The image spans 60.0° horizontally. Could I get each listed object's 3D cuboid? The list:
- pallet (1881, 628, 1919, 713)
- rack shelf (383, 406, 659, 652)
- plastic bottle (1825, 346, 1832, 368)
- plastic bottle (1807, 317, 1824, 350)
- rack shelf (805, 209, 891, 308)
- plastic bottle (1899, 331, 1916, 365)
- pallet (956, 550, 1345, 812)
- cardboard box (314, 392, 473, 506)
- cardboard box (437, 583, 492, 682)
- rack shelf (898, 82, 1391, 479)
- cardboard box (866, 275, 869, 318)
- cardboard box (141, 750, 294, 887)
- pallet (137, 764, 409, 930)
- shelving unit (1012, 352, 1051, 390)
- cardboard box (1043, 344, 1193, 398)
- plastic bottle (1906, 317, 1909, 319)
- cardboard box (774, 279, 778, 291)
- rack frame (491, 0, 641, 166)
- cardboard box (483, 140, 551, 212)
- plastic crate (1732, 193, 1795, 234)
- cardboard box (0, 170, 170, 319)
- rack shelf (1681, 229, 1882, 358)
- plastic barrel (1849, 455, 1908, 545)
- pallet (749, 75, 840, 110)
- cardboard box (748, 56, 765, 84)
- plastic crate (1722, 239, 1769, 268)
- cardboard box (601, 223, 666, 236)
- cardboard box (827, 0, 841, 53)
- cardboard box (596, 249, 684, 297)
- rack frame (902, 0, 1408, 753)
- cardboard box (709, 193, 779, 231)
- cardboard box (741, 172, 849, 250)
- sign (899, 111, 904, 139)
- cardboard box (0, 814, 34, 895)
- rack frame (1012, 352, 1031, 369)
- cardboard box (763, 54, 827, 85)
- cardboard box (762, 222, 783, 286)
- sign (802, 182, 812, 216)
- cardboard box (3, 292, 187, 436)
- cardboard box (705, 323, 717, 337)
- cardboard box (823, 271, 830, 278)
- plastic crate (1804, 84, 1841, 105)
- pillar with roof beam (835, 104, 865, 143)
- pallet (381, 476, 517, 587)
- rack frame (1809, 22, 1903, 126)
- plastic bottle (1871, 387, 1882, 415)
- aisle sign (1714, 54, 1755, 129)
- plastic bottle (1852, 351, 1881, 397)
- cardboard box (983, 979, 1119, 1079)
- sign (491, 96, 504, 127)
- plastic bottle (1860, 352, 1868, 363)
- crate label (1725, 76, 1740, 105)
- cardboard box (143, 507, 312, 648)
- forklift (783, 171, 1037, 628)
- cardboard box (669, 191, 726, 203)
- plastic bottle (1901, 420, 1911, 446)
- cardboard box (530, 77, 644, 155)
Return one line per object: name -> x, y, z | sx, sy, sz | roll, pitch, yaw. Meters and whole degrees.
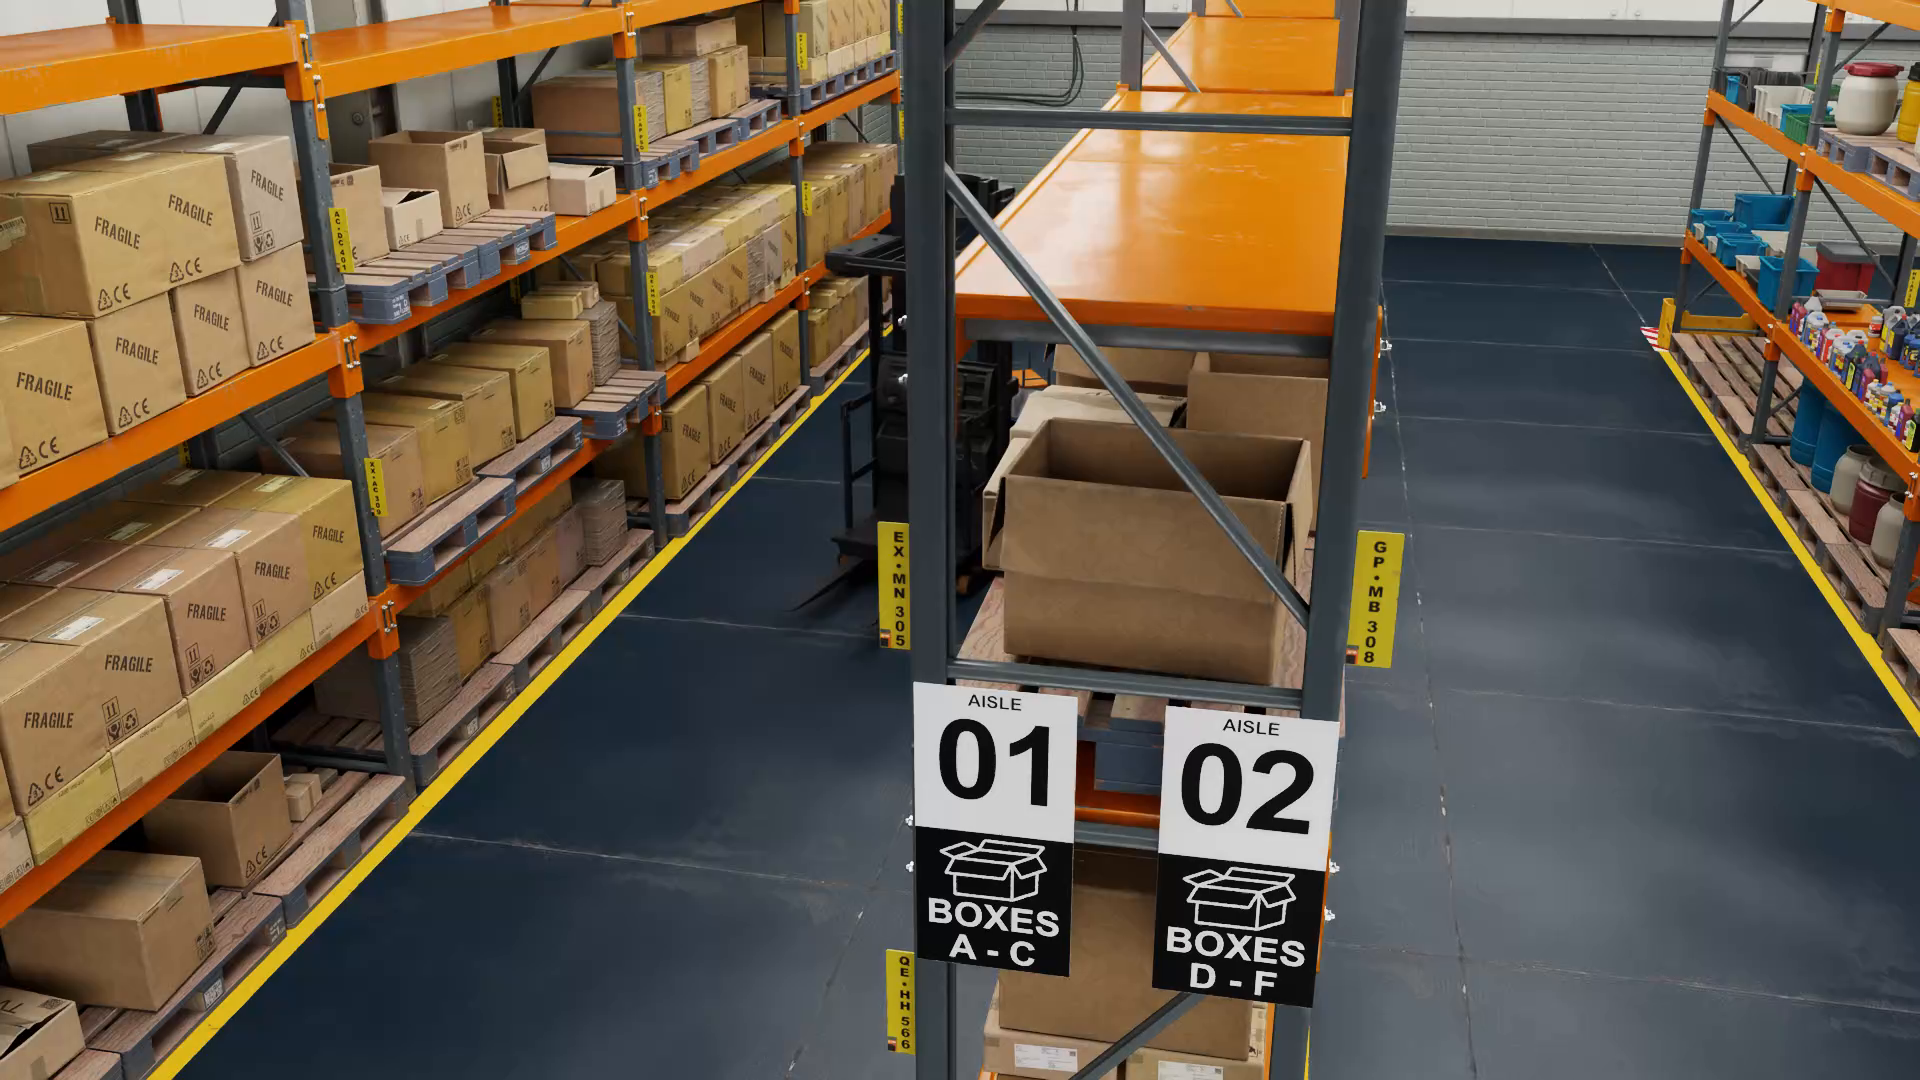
pallet -> 6.668, 0.951, 10.711 | 1.003, 0.211, 1.213 | 4, 22, 11
rack shelf -> -3.242, -0.313, 11.079 | 1.077, 0.370, 4.000 | 4, 22, 11
plastic bottle -> 6.974, -1.475, 13.266 | 0.097, 0.201, 0.097 | 0, 22, 0
plastic bottle -> 7.088, -1.712, 13.762 | 0.097, 0.271, 0.097 | 0, 22, 0
rack shelf -> -1.610, -3.239, 18.344 | 1.077, 0.370, 4.000 | 4, 22, 11
plastic bottle -> 7.613, -1.542, 13.340 | 0.097, 0.271, 0.097 | 0, 22, 0
pallet -> 0.553, 0.317, 4.656 | 1.003, 0.211, 1.213 | 4, 22, 11
cardboard box -> -3.392, -0.553, 9.990 | 0.700, 0.500, 0.500 | 7, 23, 16
cardboard box -> -3.460, 0.577, 10.664 | 0.700, 0.500, 0.500 | 4, 22, 10
rack shelf -> 0.792, -1.071, 5.467 | 1.077, 0.370, 4.000 | 4, 22, 11
cardboard box -> -1.349, -2.893, 19.305 | 0.700, 0.500, 0.500 | 4, 22, 11
cardboard box -> -3.823, 1.422, 8.564 | 0.500, 0.500, 0.500 | 3, 22, 7
pallet -> -3.753, 1.626, 9.033 | 1.003, 0.211, 1.213 | 4, 22, 11
shelving unit -> 0.556, -0.933, 14.063 | 0.258, 1.200, 0.503 | -7, 23, -16
cardboard box -> 0.740, -0.646, 6.039 | 0.797, 0.503, 0.637 | 7, 23, 17
plastic bottle -> 7.842, -1.726, 13.791 | 0.152, 0.276, 0.135 | 4, 22, 11
cardboard box -> -1.935, -2.404, 15.616 | 0.380, 0.149, 0.250 | 5, 23, 13
rack frame -> -2.834, -4.161, 11.640 | 1.000, 3.000, 0.127 | 4, 22, 11
cardboard box -> -3.190, -2.360, 11.018 | 0.797, 0.503, 0.637 | 8, 23, 18
plastic crate -> 8.611, -3.457, 17.793 | 0.616, 0.435, 0.499 | 4, 22, 11
cardboard box -> -3.685, -1.230, 6.877 | 0.500, 0.500, 0.500 | 4, 22, 9
rack shelf -> 8.089, -2.484, 16.469 | 1.077, 0.370, 4.000 | 4, 22, 11
plastic barrel -> 7.178, -0.293, 12.731 | 0.600, 0.588, 0.708 | 4, 22, 11
pallet -> -1.841, -4.490, 16.591 | 1.003, 0.211, 1.213 | 4, 22, 11
cardboard box -> -2.108, -4.673, 16.430 | 0.500, 0.250, 0.500 | 5, 22, 11
plastic crate -> 7.794, -2.843, 16.541 | 0.416, 0.233, 0.300 | 4, 22, 11
cardboard box -> -2.779, -2.482, 13.939 | 0.500, 0.250, 0.500 | 4, 22, 10
cardboard box -> -1.499, -5.180, 16.686 | 0.500, 0.500, 0.500 | 4, 22, 10
cardboard box -> -2.483, -2.077, 12.933 | 0.500, 0.250, 0.500 | 5, 22, 12
rack frame -> 0.383, -0.859, 3.442 | 1.000, 3.000, 0.127 | 4, 22, 11
cardboard box -> -1.977, -3.006, 15.240 | 0.500, 0.250, 0.500 | 5, 22, 12
cardboard box -> -1.737, -3.444, 17.489 | 0.980, 0.700, 0.700 | 4, 22, 10
sign -> -0.674, -4.905, 19.650 | 0.100, 0.325, 0.005 | 4, 22, 11
cardboard box -> -3.964, 1.262, 6.378 | 0.500, 0.250, 0.500 | 4, 22, 9
rack frame -> 0.485, -1.020, 14.279 | 0.240, 1.200, 0.015 | -7, 23, -16
cardboard box -> -1.619, -4.637, 16.342 | 0.500, 0.250, 0.500 | 4, 22, 11
cardboard box -> -1.960, -2.660, 15.383 | 0.500, 0.500, 0.500 | 5, 22, 11
sign -> -1.485, -3.304, 16.098 | 0.100, 0.325, 0.005 | 4, 22, 11
cardboard box -> -3.703, -0.770, 7.074 | 0.500, 0.500, 0.500 | 4, 22, 9
cardboard box -> -2.305, -1.847, 14.233 | 0.380, 0.149, 0.250 | 5, 22, 12
cardboard box -> -1.674, -2.974, 18.638 | 0.380, 0.149, 0.250 | 5, 22, 11
plastic crate -> 8.575, -4.460, 16.680 | 0.450, 0.188, 0.336 | 4, 22, 11
pillar with roof beam -> 2.717, -7.812, 20.706 | 9.100, 9.000, 0.400 | 4, 22, 11
pallet -> -3.352, -0.095, 9.831 | 1.003, 0.211, 1.213 | 4, 22, 11
rack frame -> 7.680, -4.869, 13.398 | 1.000, 3.000, 0.127 | 4, 22, 11
plastic bottle -> 6.717, -1.015, 12.124 | 0.097, 0.201, 0.097 | 0, 22, 0
aisle sign -> 8.221, -4.804, 17.787 | 0.394, 0.787, 0.004 | 4, 22, 11
plastic bottle -> 6.836, -1.254, 12.518 | 0.144, 0.351, 0.185 | 4, 22, 11
cardboard box -> 0.275, 1.422, 4.805 | 0.380, 0.149, 0.250 | 4, 22, 10
sign -> -3.376, -3.092, 12.202 | 0.100, 0.325, 0.005 | 4, 22, 11
plastic bottle -> 6.887, -1.279, 12.671 | 0.061, 0.283, 0.133 | 4, 22, 11
crate label -> 7.992, -4.559, 16.841 | 0.408, 0.251, 0.502 | 4, 22, 11
cardboard box -> -3.541, 0.176, 8.071 | 0.500, 0.500, 0.500 | 4, 22, 11
forklift -> -0.281, -1.126, 12.225 | 1.130, 2.935, 3.031 | 10, 24, 23
cardboard box -> -2.467, -3.043, 15.331 | 0.500, 0.250, 0.500 | 5, 22, 12
plastic bottle -> 6.571, -0.752, 11.473 | 0.097, 0.201, 0.097 | 0, 22, 0
cardboard box -> -2.793, -3.199, 12.543 | 0.700, 0.500, 0.500 | 3, 22, 7
